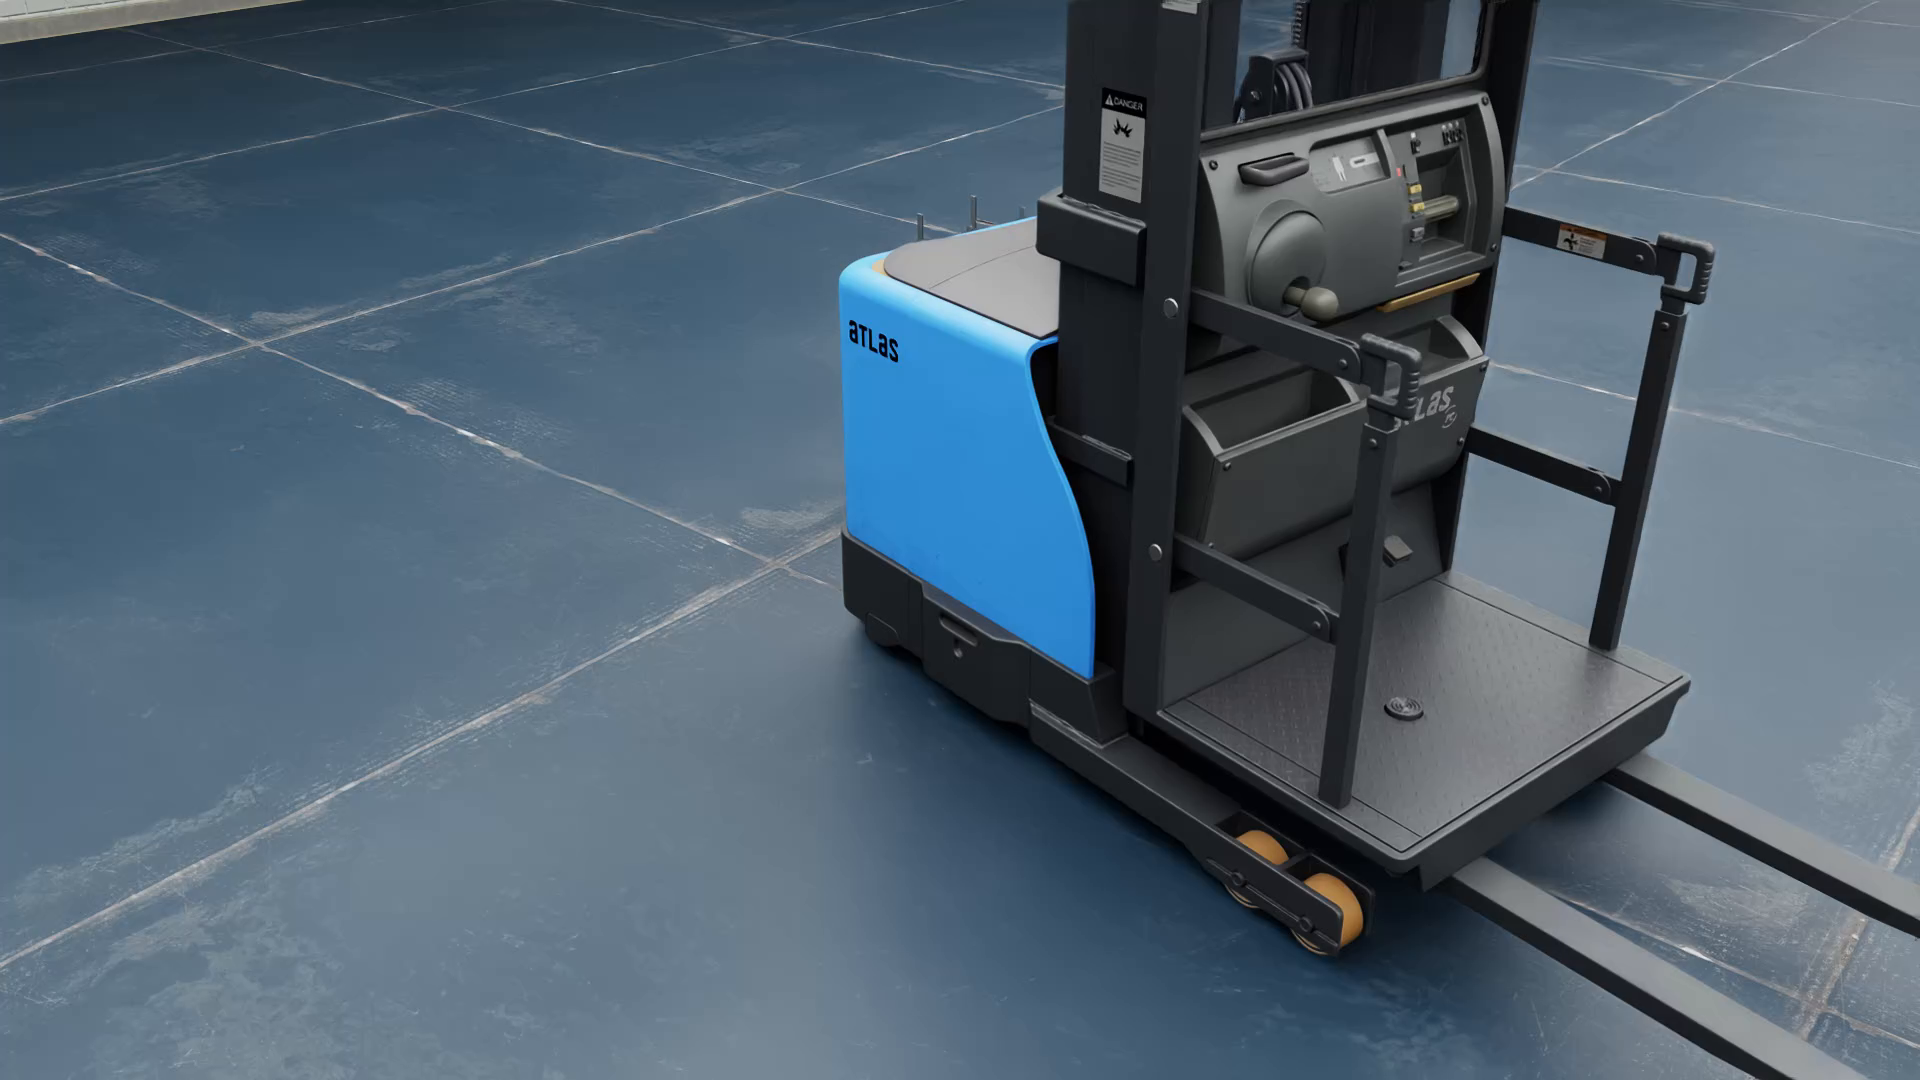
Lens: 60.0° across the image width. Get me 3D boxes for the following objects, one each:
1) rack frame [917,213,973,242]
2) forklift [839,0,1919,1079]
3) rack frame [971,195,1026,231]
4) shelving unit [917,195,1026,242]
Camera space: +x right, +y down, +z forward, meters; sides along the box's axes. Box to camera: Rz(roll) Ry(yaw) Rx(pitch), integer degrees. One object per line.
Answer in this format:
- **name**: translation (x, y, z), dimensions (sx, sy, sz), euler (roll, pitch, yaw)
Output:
- **rack frame**: translation (-0.044, -0.442, 4.962), dimensions (0.200, 1.050, 0.008), euler (21, 34, 34)
- **forklift**: translation (0.986, -0.681, 3.376), dimensions (1.130, 2.935, 3.031), euler (-20, 34, -34)
- **rack frame**: translation (0.112, -0.529, 5.129), dimensions (0.200, 1.050, 0.008), euler (21, 34, 34)
- **shelving unit**: translation (0.034, -0.485, 5.045), dimensions (0.215, 1.050, 0.252), euler (21, 34, 34)
